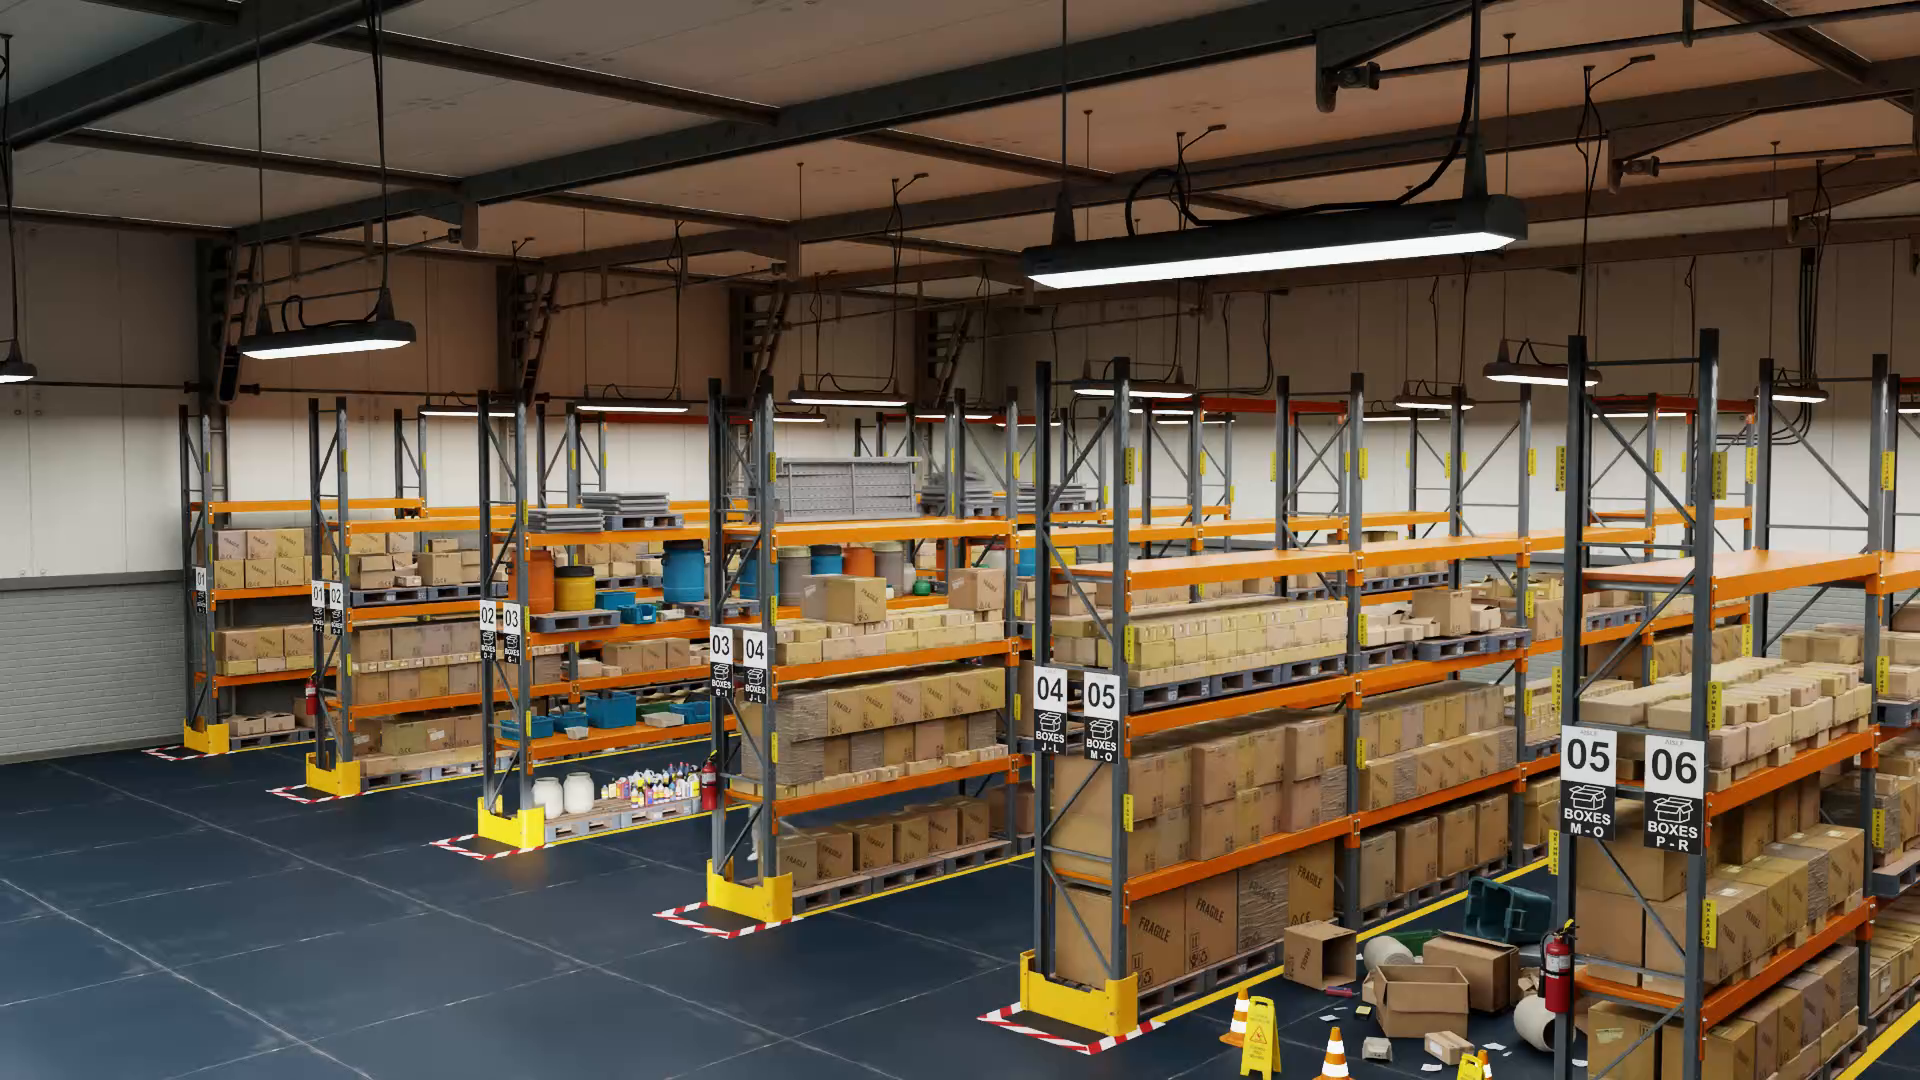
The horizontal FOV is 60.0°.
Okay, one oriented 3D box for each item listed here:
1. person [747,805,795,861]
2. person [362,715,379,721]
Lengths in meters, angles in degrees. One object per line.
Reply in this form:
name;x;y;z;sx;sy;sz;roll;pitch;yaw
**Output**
person;-2.454;3.223;21.276;0.574;1.644;0.769;2;4;38
person;-9.798;2.895;27.389;0.605;1.659;0.535;2;4;37
